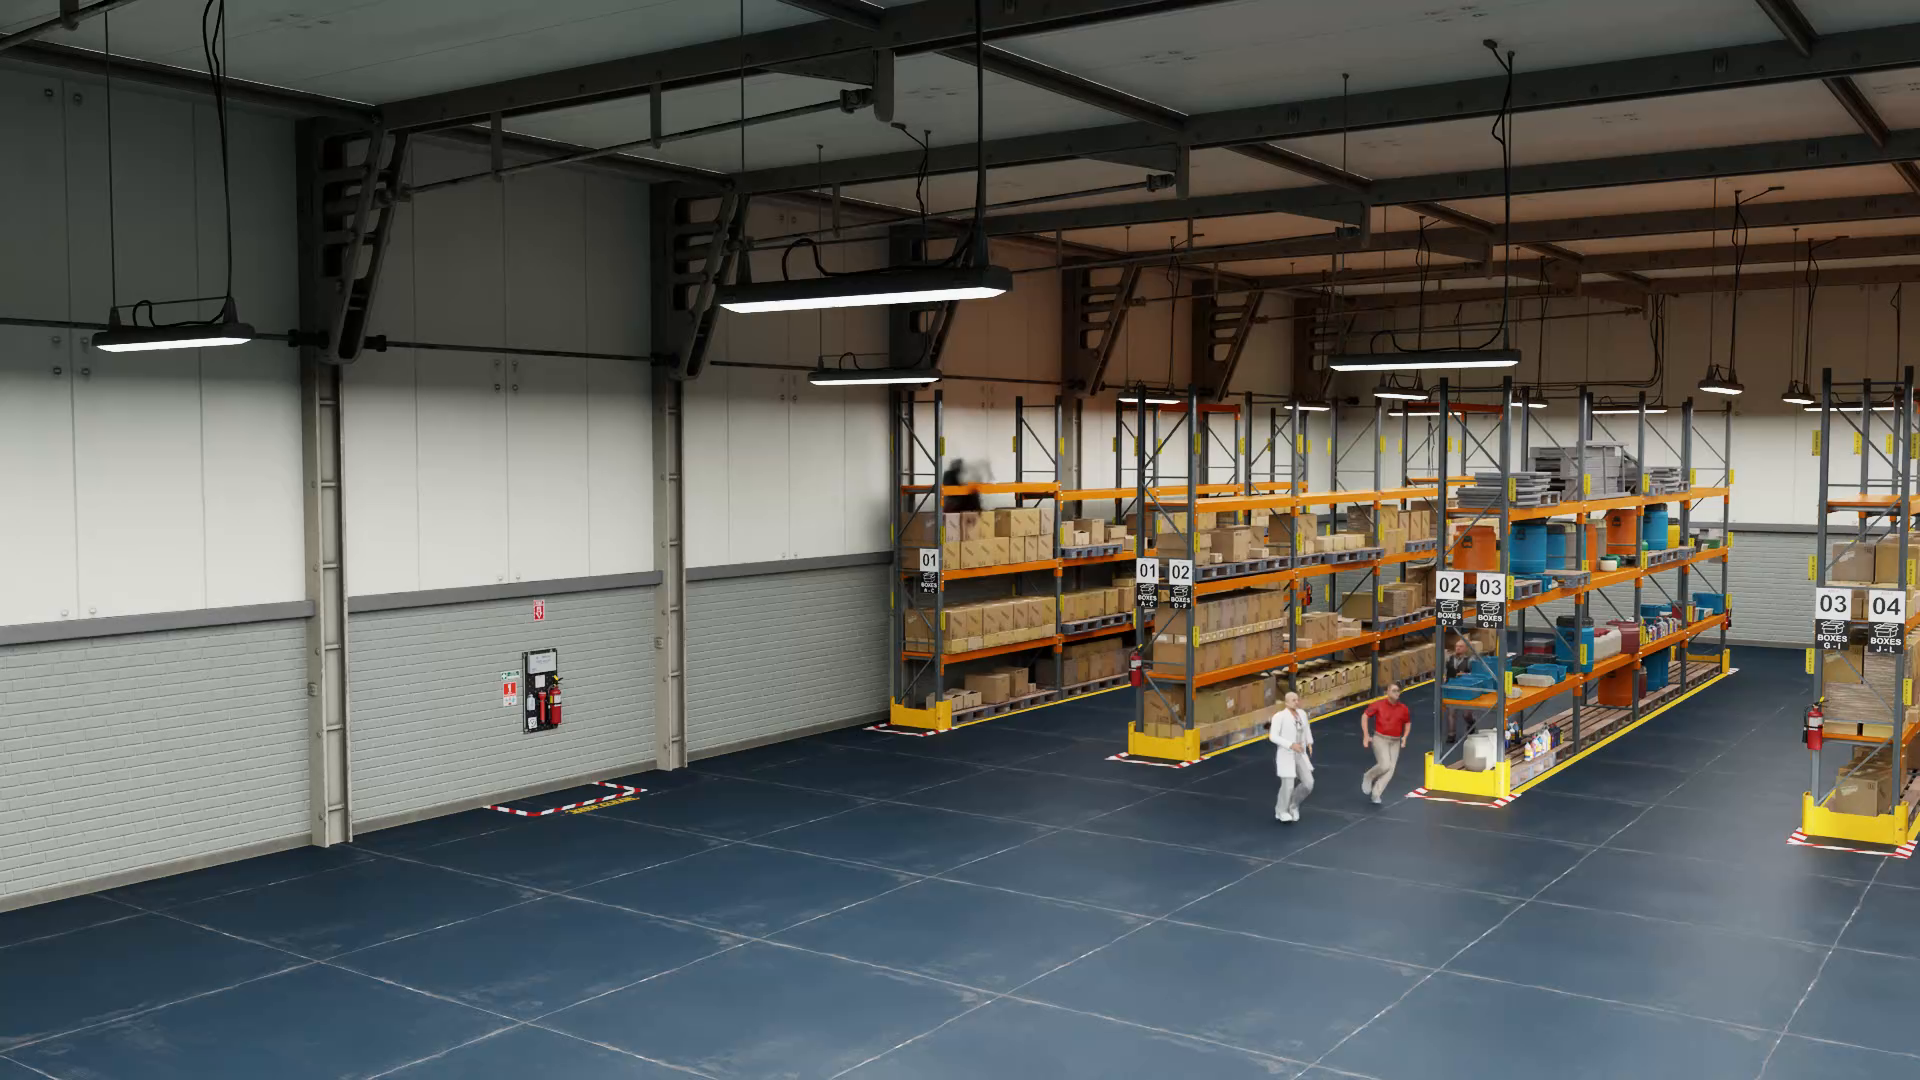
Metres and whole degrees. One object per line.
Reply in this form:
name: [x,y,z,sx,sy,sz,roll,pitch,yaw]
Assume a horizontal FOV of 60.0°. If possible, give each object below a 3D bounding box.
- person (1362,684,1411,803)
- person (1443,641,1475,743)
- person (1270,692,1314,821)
person: [6.040,2.862,23.375,0.700,1.646,0.535,-1,3,-10]
person: [8.444,2.557,28.124,0.666,1.699,0.930,2,4,33]
person: [4.435,2.885,22.004,0.747,1.756,0.680,-1,4,-25]
